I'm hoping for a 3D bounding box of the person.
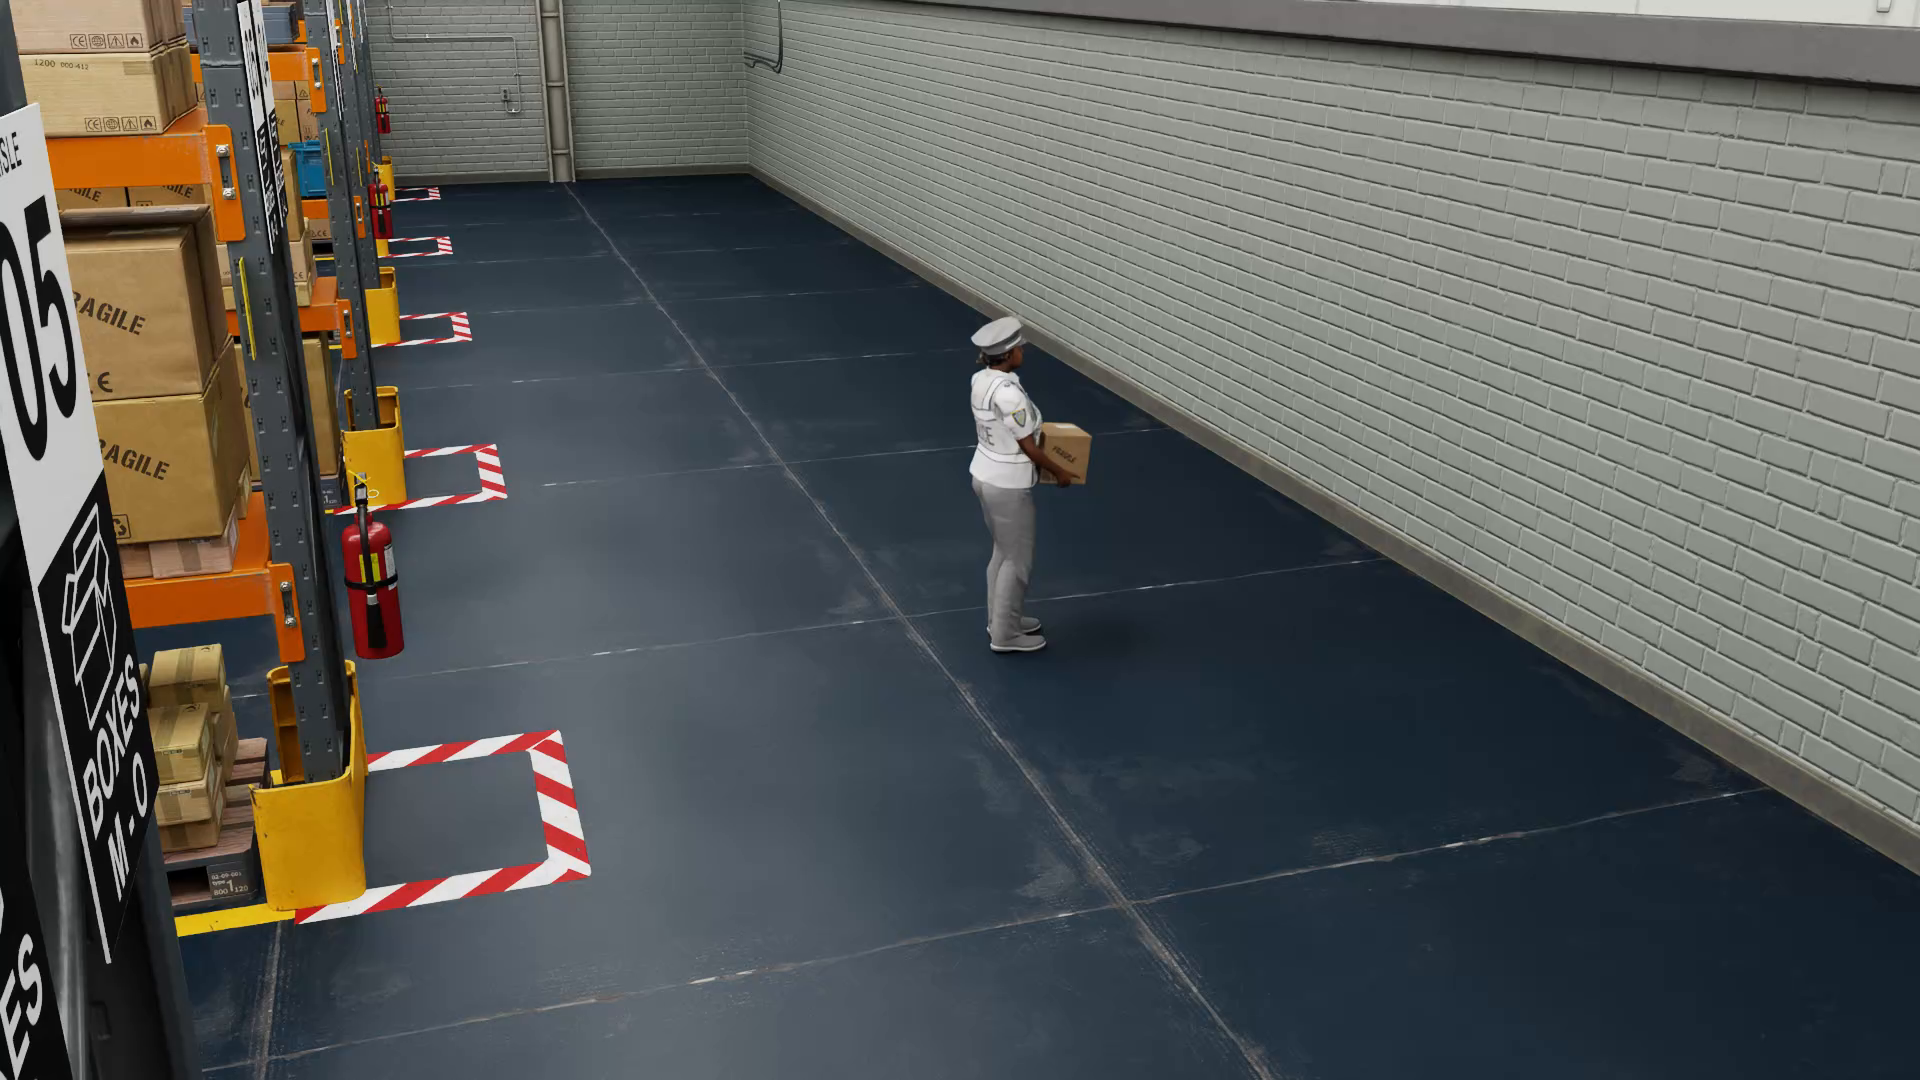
[{"bbox_3d":[0.252,-0.268,8.333,0.425,1.658,0.507,-7,21,-19],"label":"person"}]
